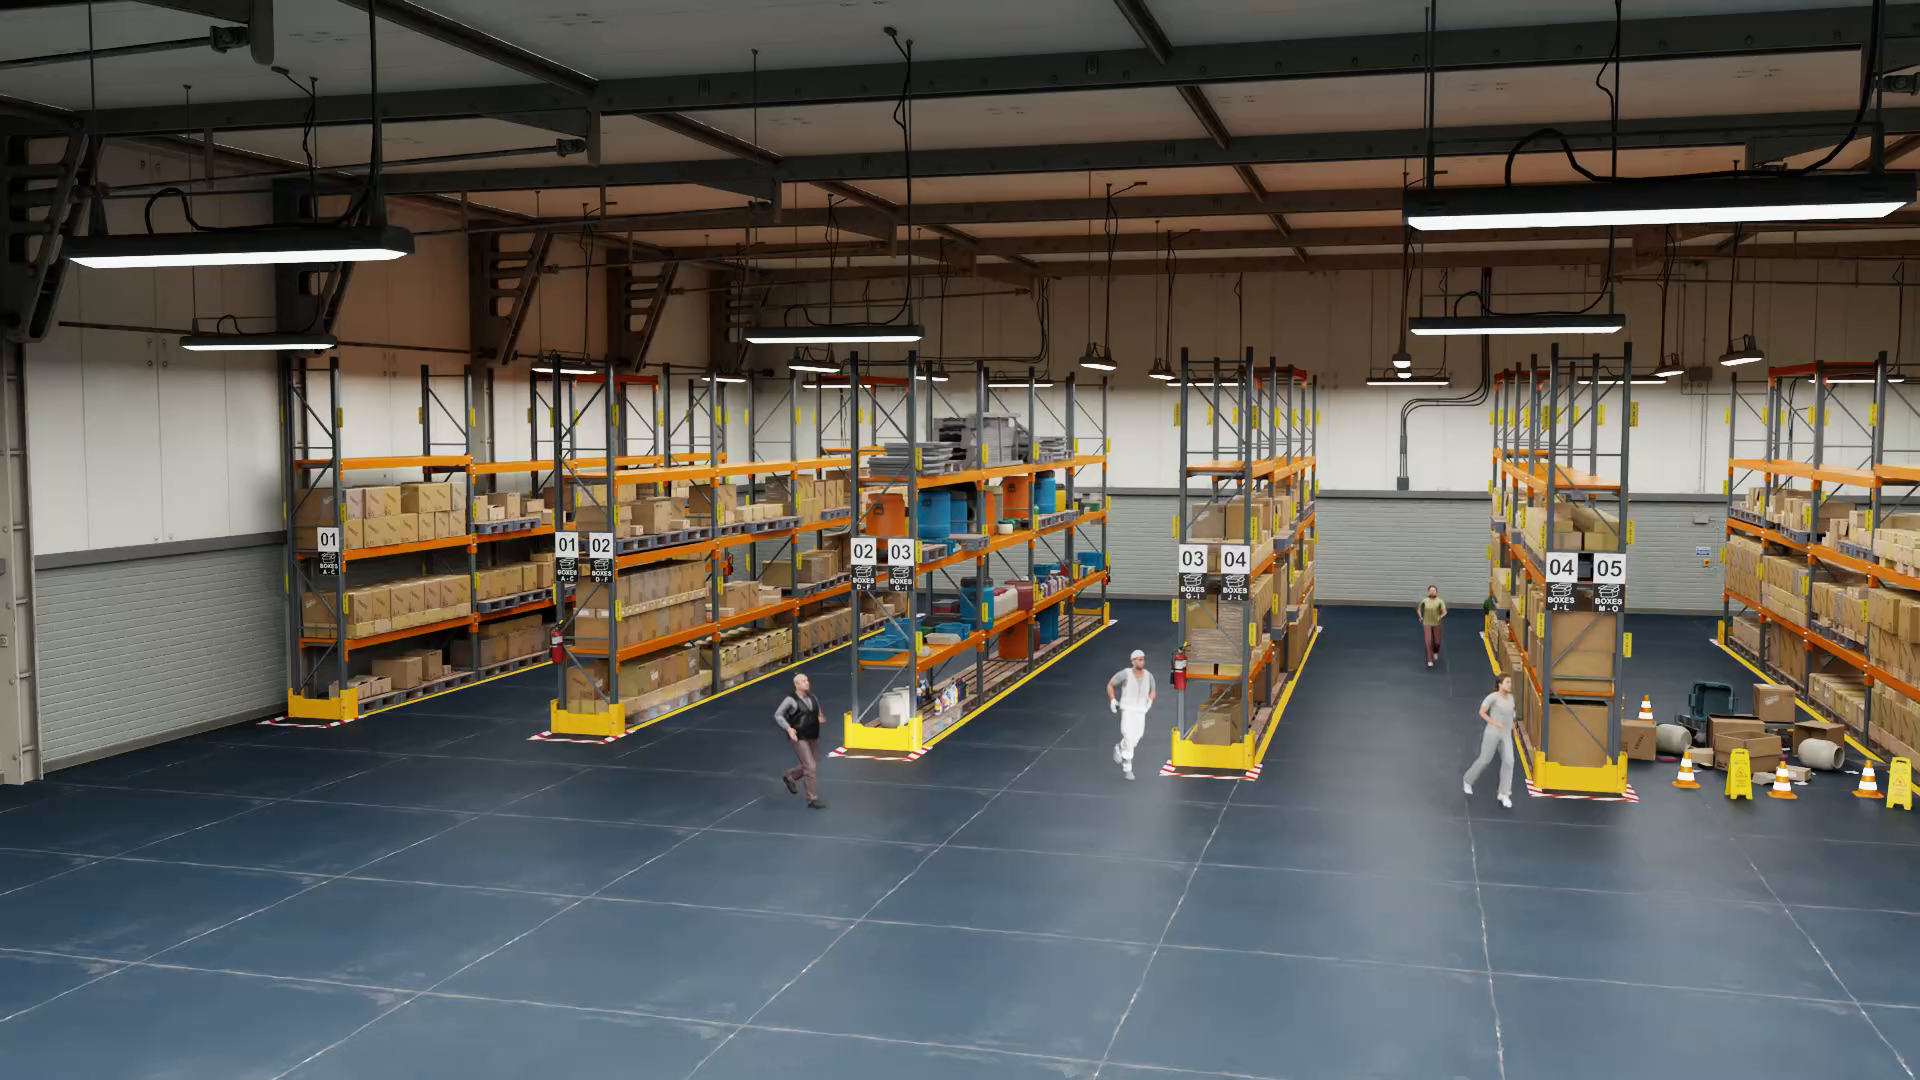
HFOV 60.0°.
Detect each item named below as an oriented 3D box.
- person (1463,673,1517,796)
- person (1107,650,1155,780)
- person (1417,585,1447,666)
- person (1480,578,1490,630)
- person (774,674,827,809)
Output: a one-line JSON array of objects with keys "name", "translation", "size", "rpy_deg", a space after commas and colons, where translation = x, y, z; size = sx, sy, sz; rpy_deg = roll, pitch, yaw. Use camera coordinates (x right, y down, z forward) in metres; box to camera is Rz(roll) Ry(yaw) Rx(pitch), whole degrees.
[{"name": "person", "translation": [7.057, 2.527, 21.767], "size": [0.617, 1.541, 0.782], "rpy_deg": [-1, 4, -16]}, {"name": "person", "translation": [2.419, 2.432, 23.402], "size": [0.712, 1.793, 0.831], "rpy_deg": [-1, 4, -18]}, {"name": "person", "translation": [9.533, 1.720, 33.616], "size": [0.584, 1.624, 0.703], "rpy_deg": [1, 4, 17]}, {"name": "person", "translation": [12.632, 1.274, 38.898], "size": [0.726, 1.776, 0.709], "rpy_deg": [0, 4, 4]}, {"name": "person", "translation": [-2.033, 2.575, 21.446], "size": [0.896, 1.698, 0.668], "rpy_deg": [4, 5, 40]}]
